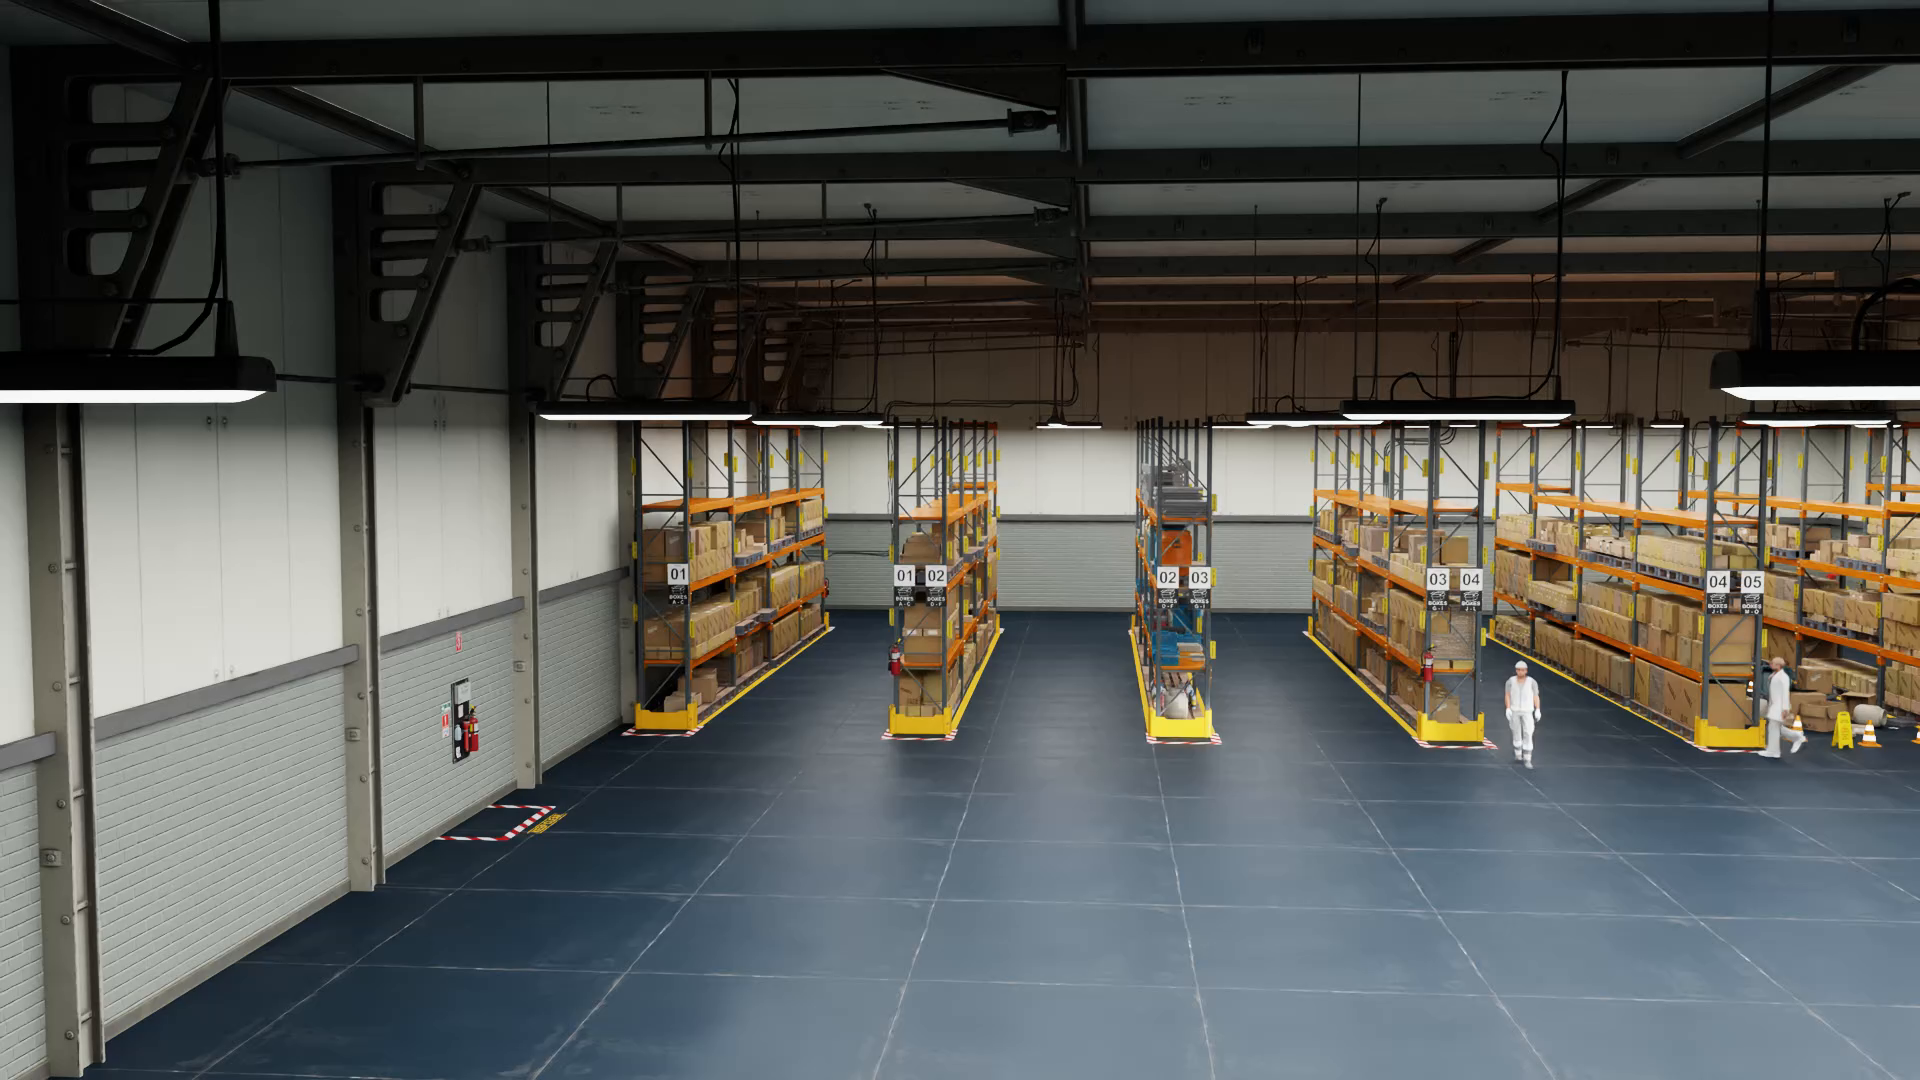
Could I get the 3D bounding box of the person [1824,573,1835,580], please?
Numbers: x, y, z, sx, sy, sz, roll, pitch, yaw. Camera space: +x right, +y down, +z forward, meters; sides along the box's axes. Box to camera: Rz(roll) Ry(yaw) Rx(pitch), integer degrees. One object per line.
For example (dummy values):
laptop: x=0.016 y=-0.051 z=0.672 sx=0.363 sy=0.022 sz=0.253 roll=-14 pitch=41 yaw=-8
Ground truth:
person: x=24.440 y=1.803 z=46.660 sx=1.075 sy=1.747 sz=0.518 roll=0 pitch=4 yaw=4

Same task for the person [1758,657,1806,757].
person: x=14.447 y=2.928 z=29.174 sx=0.838 sy=1.757 sz=0.586 roll=1 pitch=4 yaw=9

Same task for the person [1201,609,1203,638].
person: x=6.573 y=1.823 z=46.262 sx=0.409 sy=1.831 sz=0.667 roll=0 pitch=4 yaw=2

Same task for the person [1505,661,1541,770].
person: x=9.654 y=2.978 z=28.563 sx=0.577 sy=1.804 sz=0.805 roll=2 pitch=4 yaw=27
